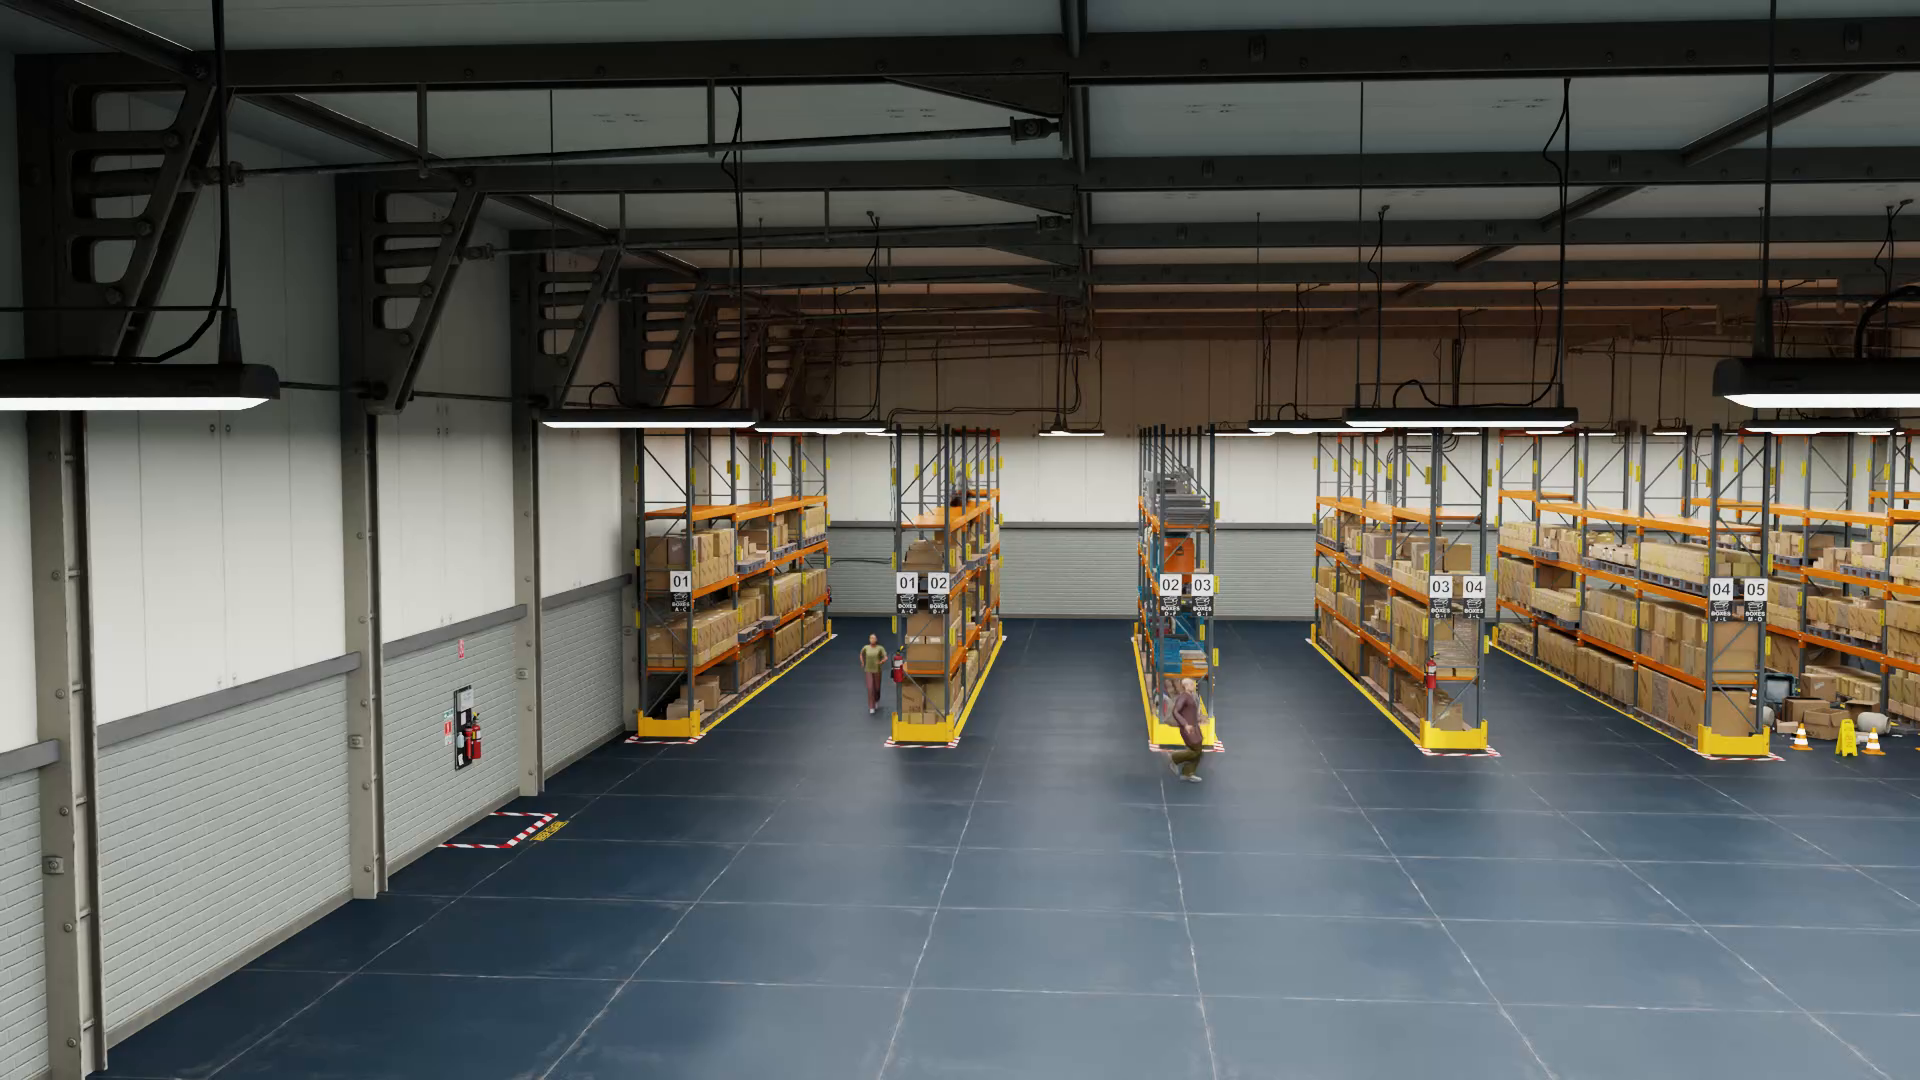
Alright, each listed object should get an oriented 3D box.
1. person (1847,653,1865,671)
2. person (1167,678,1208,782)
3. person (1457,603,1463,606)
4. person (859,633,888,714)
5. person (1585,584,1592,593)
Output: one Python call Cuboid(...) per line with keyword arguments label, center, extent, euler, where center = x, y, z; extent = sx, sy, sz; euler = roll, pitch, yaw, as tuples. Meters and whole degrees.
Cuboid(label="person", center=(21.817, 2.408, 40.592), extent=(0.593, 1.685, 0.859), euler=(0, 3, 2))
Cuboid(label="person", center=(3.809, 3.171, 27.788), extent=(0.635, 1.734, 0.717), euler=(2, 4, 24))
Cuboid(label="person", center=(13.530, 2.154, 44.860), extent=(0.689, 1.673, 0.615), euler=(0, 4, 7))
Cuboid(label="person", center=(-1.812, 2.767, 34.849), extent=(0.597, 1.655, 0.803), euler=(0, 3, -2))
Cuboid(label="person", center=(17.008, 2.060, 45.017), extent=(0.717, 1.758, 1.077), euler=(0, 3, 0))
